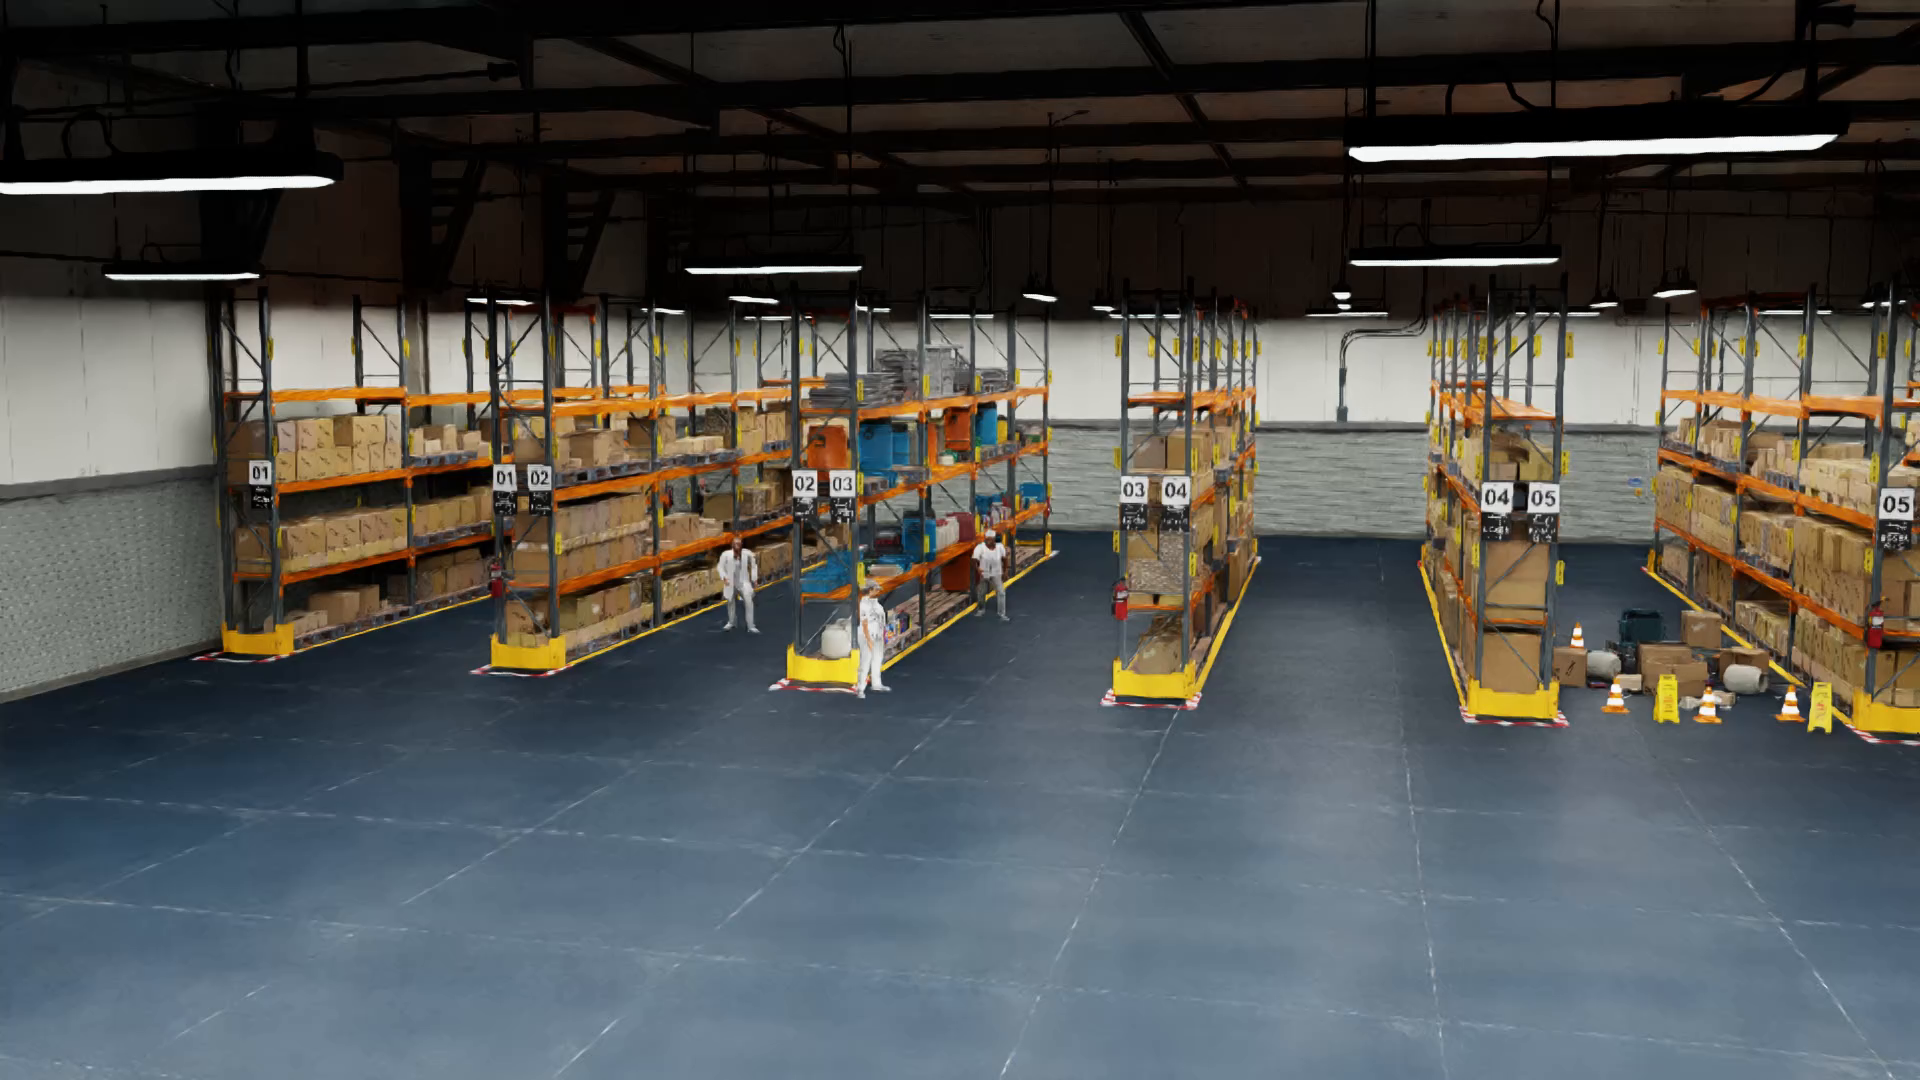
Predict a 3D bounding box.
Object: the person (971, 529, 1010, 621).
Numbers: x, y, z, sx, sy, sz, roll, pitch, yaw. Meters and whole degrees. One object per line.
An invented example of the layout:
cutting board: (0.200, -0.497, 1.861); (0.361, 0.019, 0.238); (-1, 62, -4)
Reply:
person: (0.553, 0.634, 30.674); (0.699, 1.705, 0.840); (0, 7, -4)

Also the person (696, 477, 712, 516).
person: (-6.726, -0.821, 43.408); (0.648, 1.672, 0.748); (-2, 7, -14)

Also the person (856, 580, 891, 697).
person: (-1.286, 1.404, 24.075); (0.386, 1.671, 0.659); (3, 7, 21)

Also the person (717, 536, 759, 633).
person: (-3.908, 0.772, 29.360); (0.735, 1.712, 0.905); (0, 7, -3)
